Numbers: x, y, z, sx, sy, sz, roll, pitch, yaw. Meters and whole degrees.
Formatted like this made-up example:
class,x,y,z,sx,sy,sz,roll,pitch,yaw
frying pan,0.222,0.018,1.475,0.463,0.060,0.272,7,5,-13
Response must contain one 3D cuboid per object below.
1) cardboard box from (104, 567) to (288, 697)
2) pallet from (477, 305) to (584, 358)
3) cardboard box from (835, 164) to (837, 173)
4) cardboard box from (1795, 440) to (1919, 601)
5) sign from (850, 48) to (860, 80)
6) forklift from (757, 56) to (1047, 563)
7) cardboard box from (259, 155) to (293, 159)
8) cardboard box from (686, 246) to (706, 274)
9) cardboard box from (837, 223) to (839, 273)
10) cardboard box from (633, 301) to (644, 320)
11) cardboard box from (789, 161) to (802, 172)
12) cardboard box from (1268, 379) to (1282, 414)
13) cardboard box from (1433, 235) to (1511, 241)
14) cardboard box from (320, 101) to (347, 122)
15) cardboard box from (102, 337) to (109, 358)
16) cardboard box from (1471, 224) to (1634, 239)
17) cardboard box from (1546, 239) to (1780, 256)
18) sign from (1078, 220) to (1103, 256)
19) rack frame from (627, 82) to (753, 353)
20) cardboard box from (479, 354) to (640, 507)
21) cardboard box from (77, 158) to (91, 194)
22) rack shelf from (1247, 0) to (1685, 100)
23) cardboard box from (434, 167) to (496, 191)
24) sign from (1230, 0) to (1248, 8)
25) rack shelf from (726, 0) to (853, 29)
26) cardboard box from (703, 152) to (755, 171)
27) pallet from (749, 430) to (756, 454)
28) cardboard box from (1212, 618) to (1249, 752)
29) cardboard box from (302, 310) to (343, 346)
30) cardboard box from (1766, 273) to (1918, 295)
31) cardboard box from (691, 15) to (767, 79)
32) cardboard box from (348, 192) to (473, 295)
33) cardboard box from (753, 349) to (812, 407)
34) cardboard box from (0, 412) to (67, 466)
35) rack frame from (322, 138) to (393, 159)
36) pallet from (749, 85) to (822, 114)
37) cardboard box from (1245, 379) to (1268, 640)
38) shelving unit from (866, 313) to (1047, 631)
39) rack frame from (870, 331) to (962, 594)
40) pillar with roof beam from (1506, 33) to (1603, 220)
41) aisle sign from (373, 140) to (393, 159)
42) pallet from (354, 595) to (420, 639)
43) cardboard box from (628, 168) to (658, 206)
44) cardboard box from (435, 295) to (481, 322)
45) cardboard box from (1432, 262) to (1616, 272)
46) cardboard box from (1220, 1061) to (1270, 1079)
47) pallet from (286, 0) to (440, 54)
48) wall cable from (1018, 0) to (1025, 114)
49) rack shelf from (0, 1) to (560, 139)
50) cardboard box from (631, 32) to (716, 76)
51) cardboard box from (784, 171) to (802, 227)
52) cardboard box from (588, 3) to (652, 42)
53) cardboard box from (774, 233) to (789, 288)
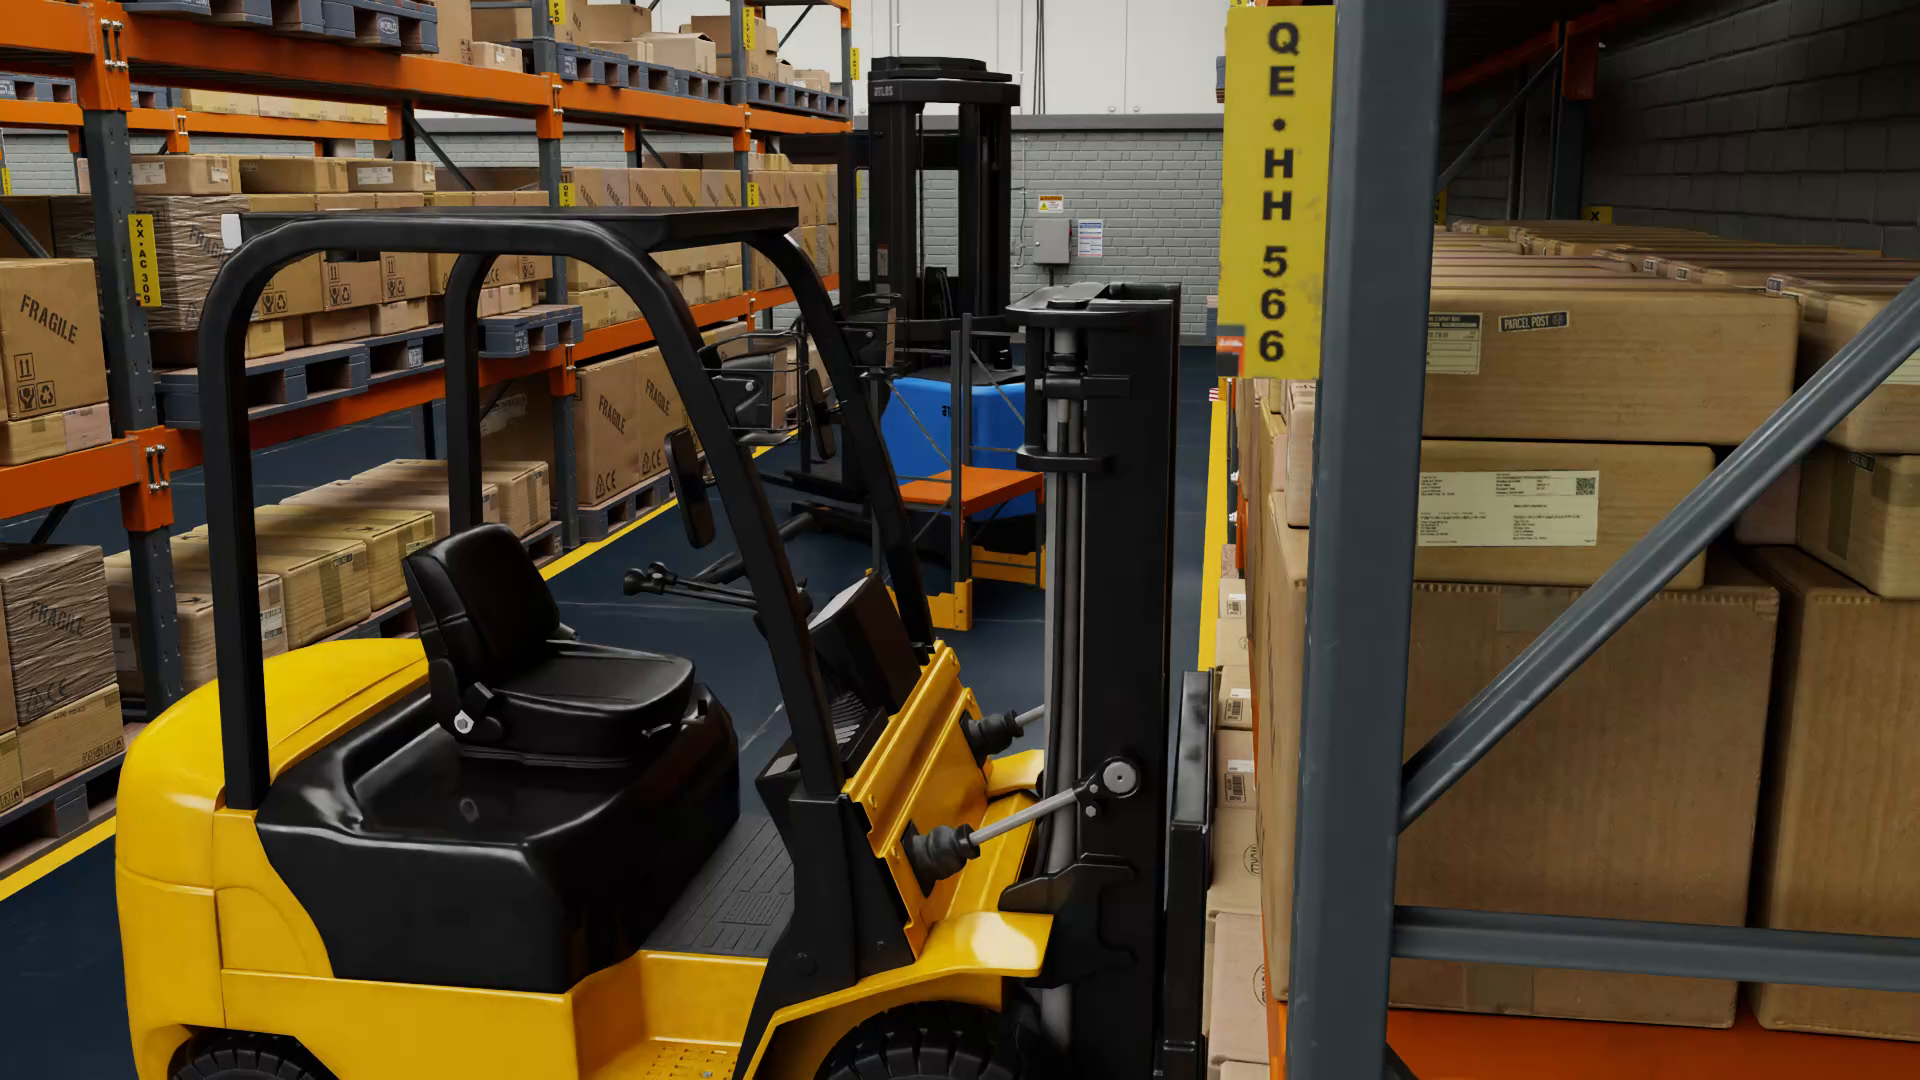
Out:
class,x,y,z,sx,sy,sz,roll,pitch,yaw
cardboard box,-3.394,0.373,6.882,0.950,0.372,0.625,2,12,9
pallet,-2.861,-1.184,9.322,1.213,0.211,1.003,2,12,9
cardboard box,-1.484,-3.868,17.173,0.380,0.149,0.250,2,12,9
cardboard box,1.126,-0.032,1.746,0.380,0.149,0.250,2,12,7
sign,-1.092,-4.935,17.238,0.100,0.325,0.005,2,12,9
forklift,-0.450,-1.544,10.699,1.130,2.935,3.031,-10,16,-38
cardboard box,-6.665,-3.383,15.754,0.500,0.500,0.500,2,12,10
cardboard box,-2.213,-2.121,12.386,0.500,0.250,0.500,2,12,10
cardboard box,-1.439,-3.035,17.218,0.500,0.500,0.500,2,12,9
cardboard box,-2.385,-1.666,11.462,0.500,0.250,0.500,2,12,11
cardboard box,-1.684,-3.491,15.420,0.380,0.149,0.250,2,12,9
cardboard box,0.768,-0.319,3.077,0.380,0.149,0.250,2,12,9
cardboard box,0.950,-0.568,3.527,0.380,0.149,0.250,2,12,9
cardboard box,-6.502,-4.315,16.630,0.500,0.250,0.500,2,12,11
cardboard box,-3.666,-0.795,6.663,0.380,0.149,0.250,2,12,9
cardboard box,1.576,-0.765,4.442,0.380,0.149,0.250,2,12,8
cardboard box,1.347,-0.500,3.208,0.380,0.149,0.250,2,12,9
sign,1.791,-4.152,22.863,0.329,0.494,0.001,2,12,9
rack frame,-2.242,-2.262,13.870,1.000,3.000,0.127,2,12,9
cardboard box,-2.669,-0.737,10.841,0.875,0.875,0.875,2,12,8
cardboard box,-3.531,-1.561,7.136,0.380,0.149,0.250,2,12,7
rack shelf,1.126,-1.135,3.228,1.077,0.370,4.000,2,12,9
cardboard box,-3.036,-2.083,10.429,0.500,0.500,0.500,2,12,7
sign,1.512,-3.007,8.977,0.100,0.325,0.005,2,12,9
rack shelf,-1.934,-5.064,15.288,1.077,0.370,4.000,2,12,9
cardboard box,-1.937,-3.174,13.952,0.380,0.149,0.250,2,12,8
pallet,-2.286,-0.736,13.407,1.003,0.211,1.213,2,12,9
cardboard box,0.960,0.410,4.628,0.500,0.250,0.500,2,12,9
cardboard box,-2.979,-0.949,7.379,0.380,0.149,0.250,2,12,10
cardboard box,1.183,-0.232,1.966,0.380,0.149,0.250,2,12,11
cardboard box,-1.944,-4.147,14.025,0.500,0.500,0.500,2,12,10
cardboard box,-2.797,-1.512,8.451,0.500,0.500,0.500,1,12,5
cardboard box,-1.902,-1.529,15.551,0.875,0.438,0.875,2,12,7
cardboard box,-3.252,-0.345,5.571,0.380,0.149,0.250,2,12,10
rack frame,-6.533,-3.234,18.380,1.000,3.000,0.127,2,12,9
pallet,-1.916,-4.108,15.527,1.003,0.211,1.213,2,12,9
cardboard box,0.868,-0.083,3.523,0.500,0.500,0.500,2,12,9
shelving unit,0.015,-0.402,8.799,0.587,1.500,1.083,6,14,27
rack frame,-0.221,-0.305,8.349,0.500,1.500,0.032,6,14,27
pillar with roof beam,-1.515,-4.041,7.884,9.100,9.000,0.400,2,12,9
aisle sign,-6.226,-4.510,18.132,0.394,0.787,0.004,2,12,9
pallet,-3.169,0.350,8.371,1.003,0.211,1.213,2,12,9
cardboard box,-2.378,-2.273,11.308,0.500,0.500,0.500,2,12,10
cardboard box,-2.714,-1.214,8.607,0.380,0.149,0.250,2,12,10
cardboard box,0.686,-0.305,2.304,0.380,0.149,0.250,2,12,10
cardboard box,0.581,0.940,2.168,0.500,0.250,0.500,2,12,11
pallet,-3.115,-2.312,7.429,1.213,0.211,1.003,2,12,9
wall cable,-0.287,-7.196,22.523,2.355,3.000,0.029,2,12,9
rack shelf,-3.164,-2.128,7.834,1.077,0.370,4.000,2,12,9
cardboard box,-2.170,-3.700,12.636,0.500,0.311,0.500,2,12,9
cardboard box,-1.755,-3.102,15.158,0.500,0.500,0.500,2,12,10
cardboard box,-2.664,-3.809,12.692,0.500,0.500,0.500,2,12,8
cardboard box,-1.829,-2.505,14.759,0.500,0.500,0.500,2,12,9
